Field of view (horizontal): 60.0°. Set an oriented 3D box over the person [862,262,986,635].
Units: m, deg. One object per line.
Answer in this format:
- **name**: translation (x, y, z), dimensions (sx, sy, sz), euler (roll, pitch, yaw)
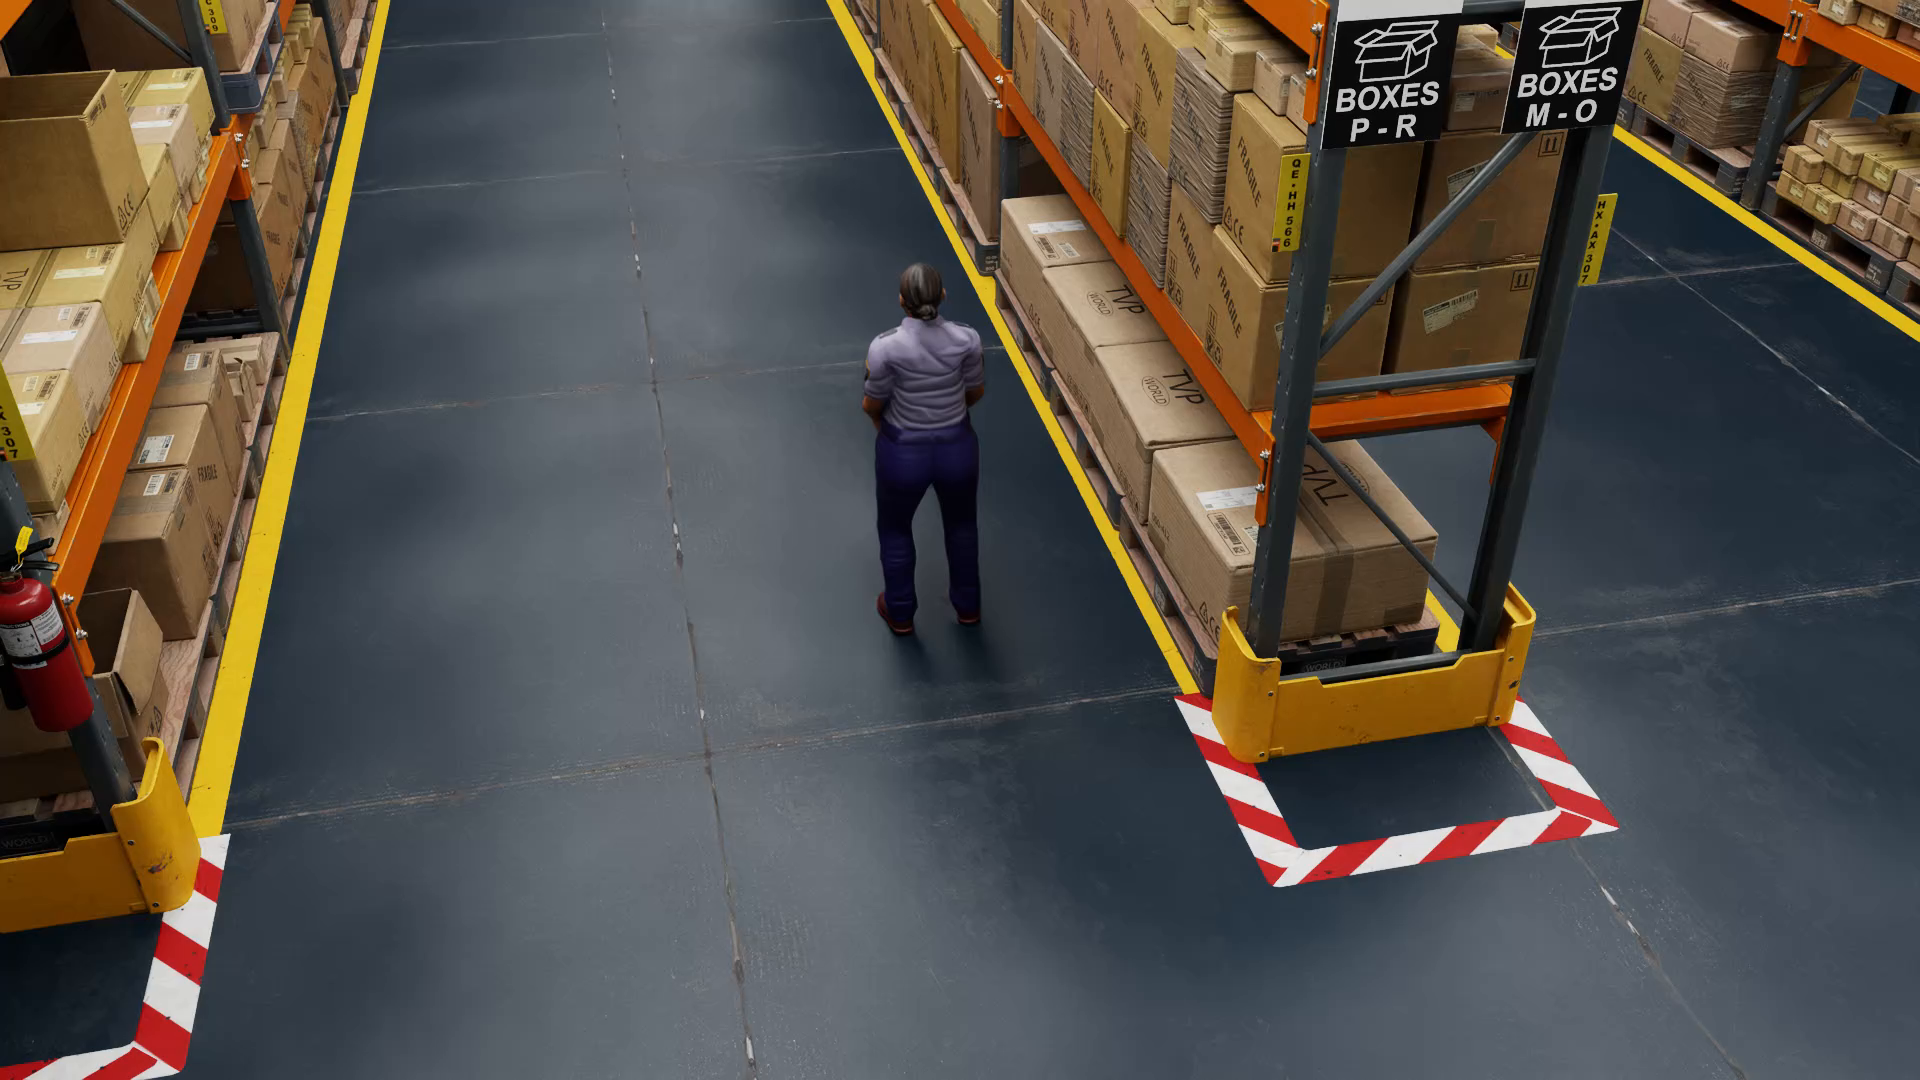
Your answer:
- **person**: translation (-0.152, -0.386, 6.707), dimensions (0.494, 1.655, 0.435), euler (-8, 35, -11)
